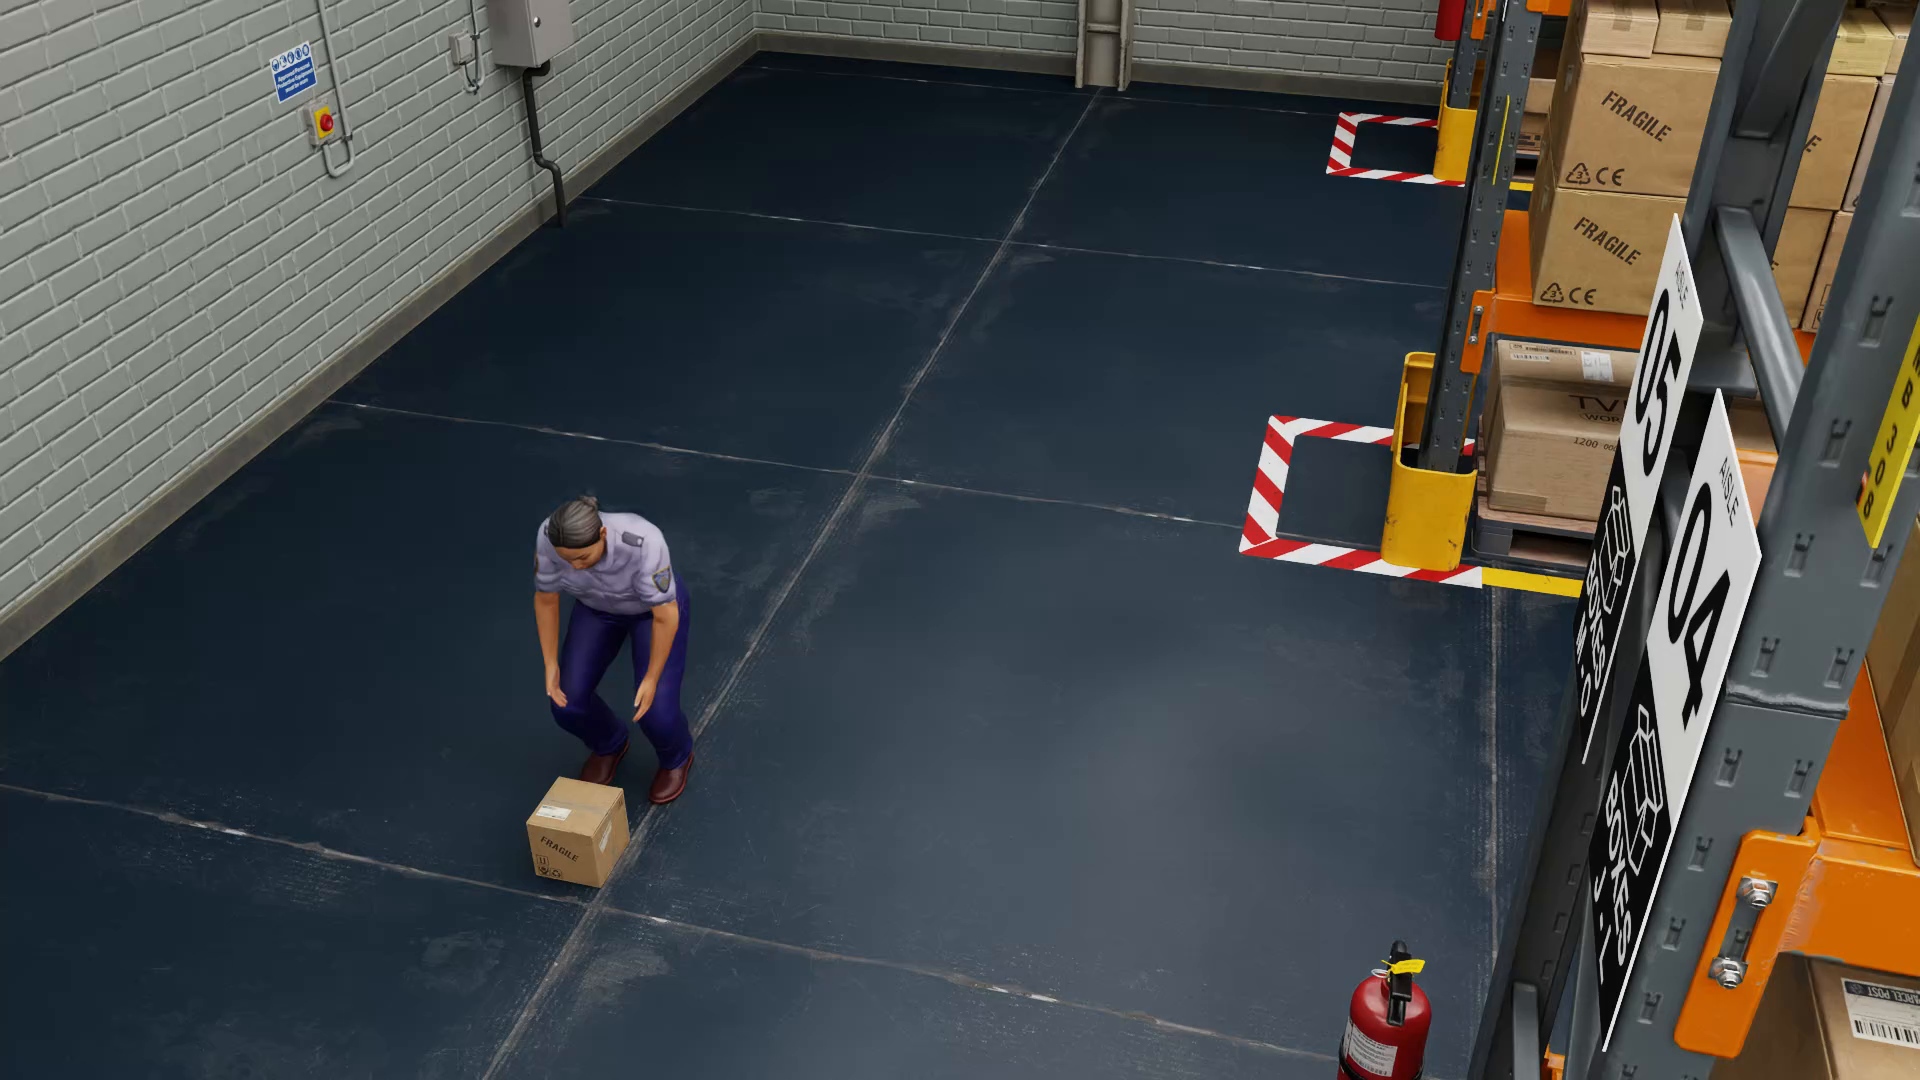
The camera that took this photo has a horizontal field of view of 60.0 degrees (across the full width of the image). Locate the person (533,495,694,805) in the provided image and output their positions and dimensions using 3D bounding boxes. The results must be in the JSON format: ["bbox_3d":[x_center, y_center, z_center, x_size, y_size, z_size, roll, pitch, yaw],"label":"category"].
[{"bbox_3d":[-1.192,0.337,5.900,0.534,1.368,0.655,8,34,13],"label":"person"}]
